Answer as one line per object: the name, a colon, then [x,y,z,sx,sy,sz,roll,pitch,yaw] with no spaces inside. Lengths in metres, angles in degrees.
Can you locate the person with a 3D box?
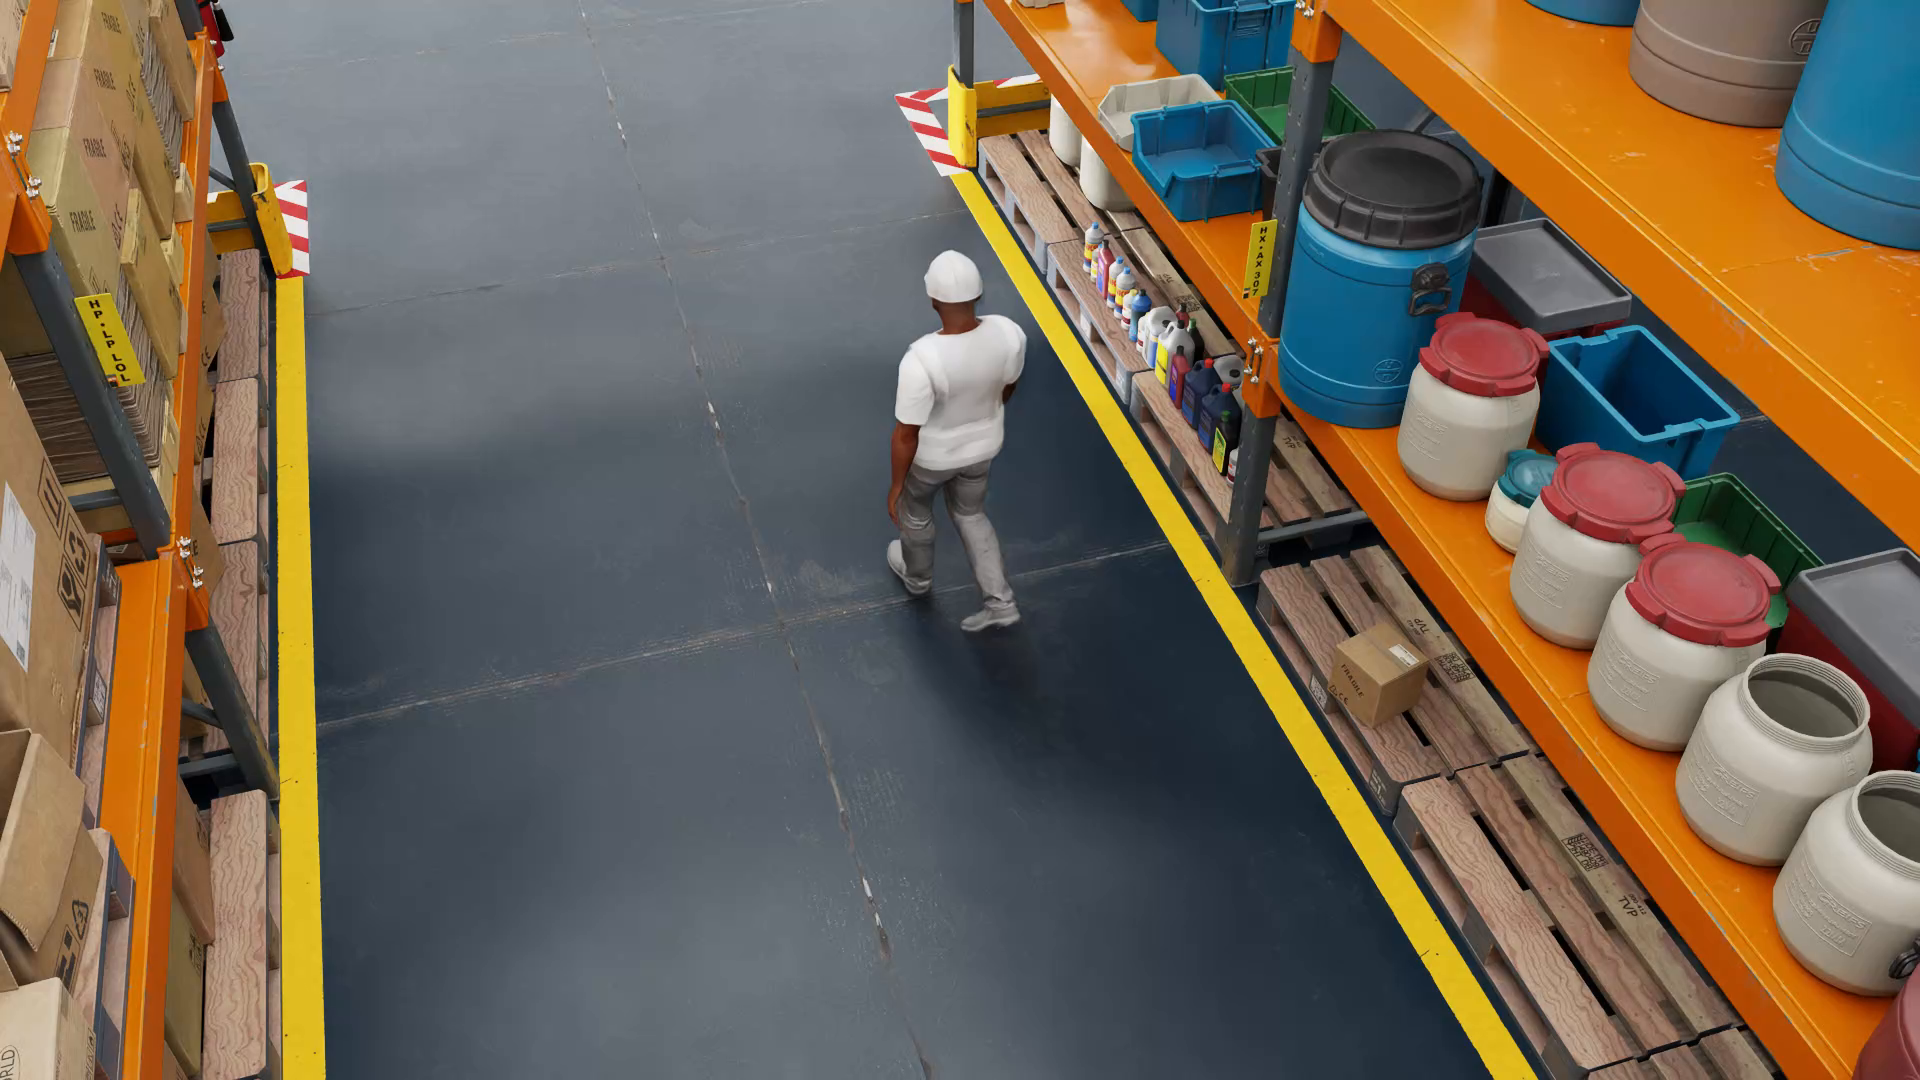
person: [-0.035,-0.360,6.546,0.624,1.742,0.831,-16,44,-17]
